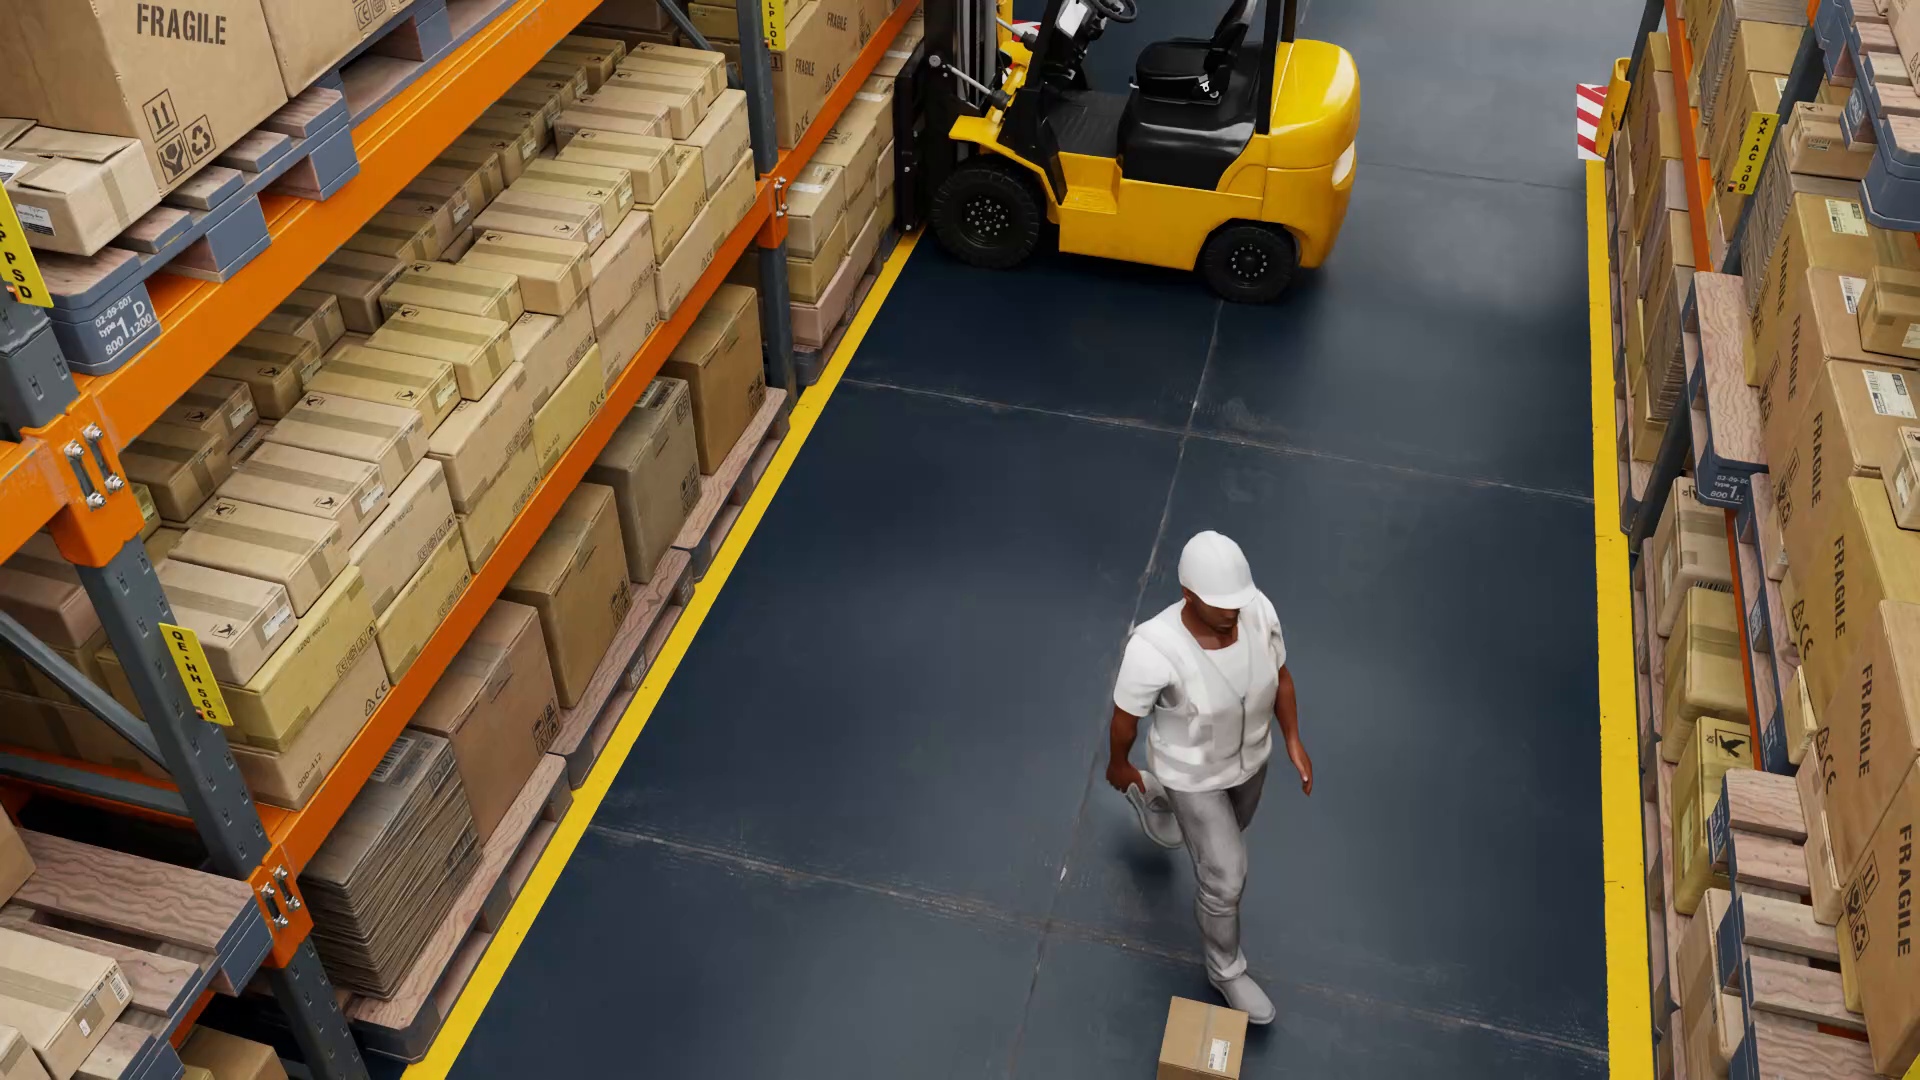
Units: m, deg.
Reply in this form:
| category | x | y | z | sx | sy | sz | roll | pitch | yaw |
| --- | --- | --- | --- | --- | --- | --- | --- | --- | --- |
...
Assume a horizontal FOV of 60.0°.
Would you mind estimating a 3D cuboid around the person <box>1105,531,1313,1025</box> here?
| category | x | y | z | sx | sy | sz | roll | pitch | yaw |
| --- | --- | --- | --- | --- | --- | --- | --- | --- | --- |
| person | 0.823 | 0.702 | 5.350 | 0.571 | 1.719 | 0.993 | -26 | 47 | -27 |
